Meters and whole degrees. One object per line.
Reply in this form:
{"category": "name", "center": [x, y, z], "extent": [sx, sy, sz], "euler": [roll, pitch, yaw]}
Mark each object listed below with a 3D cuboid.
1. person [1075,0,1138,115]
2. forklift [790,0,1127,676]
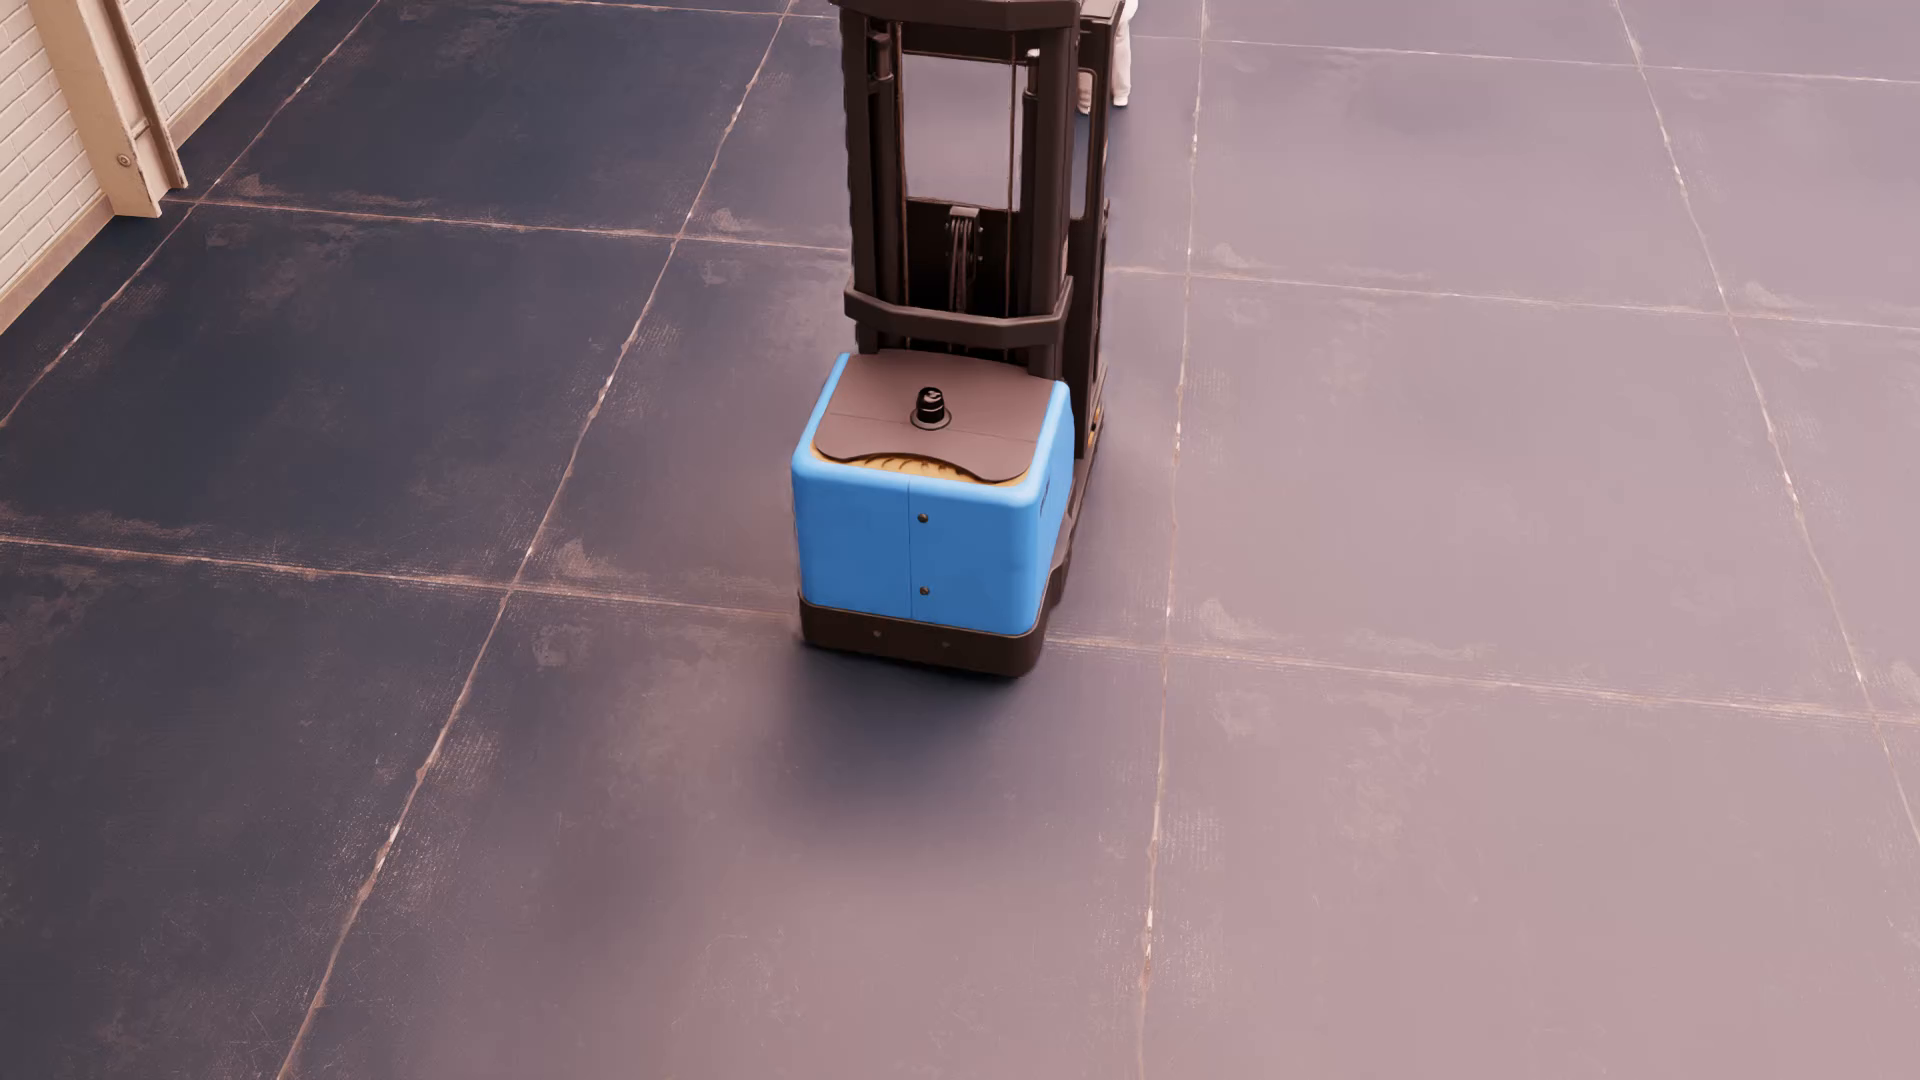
{"category": "person", "center": [0.857, -3.548, 10.436], "extent": [0.690, 1.783, 0.558], "euler": [-7, 43, -8]}
{"category": "forklift", "center": [0.118, -1.503, 7.360], "extent": [1.130, 2.935, 3.031], "euler": [8, 43, 9]}
